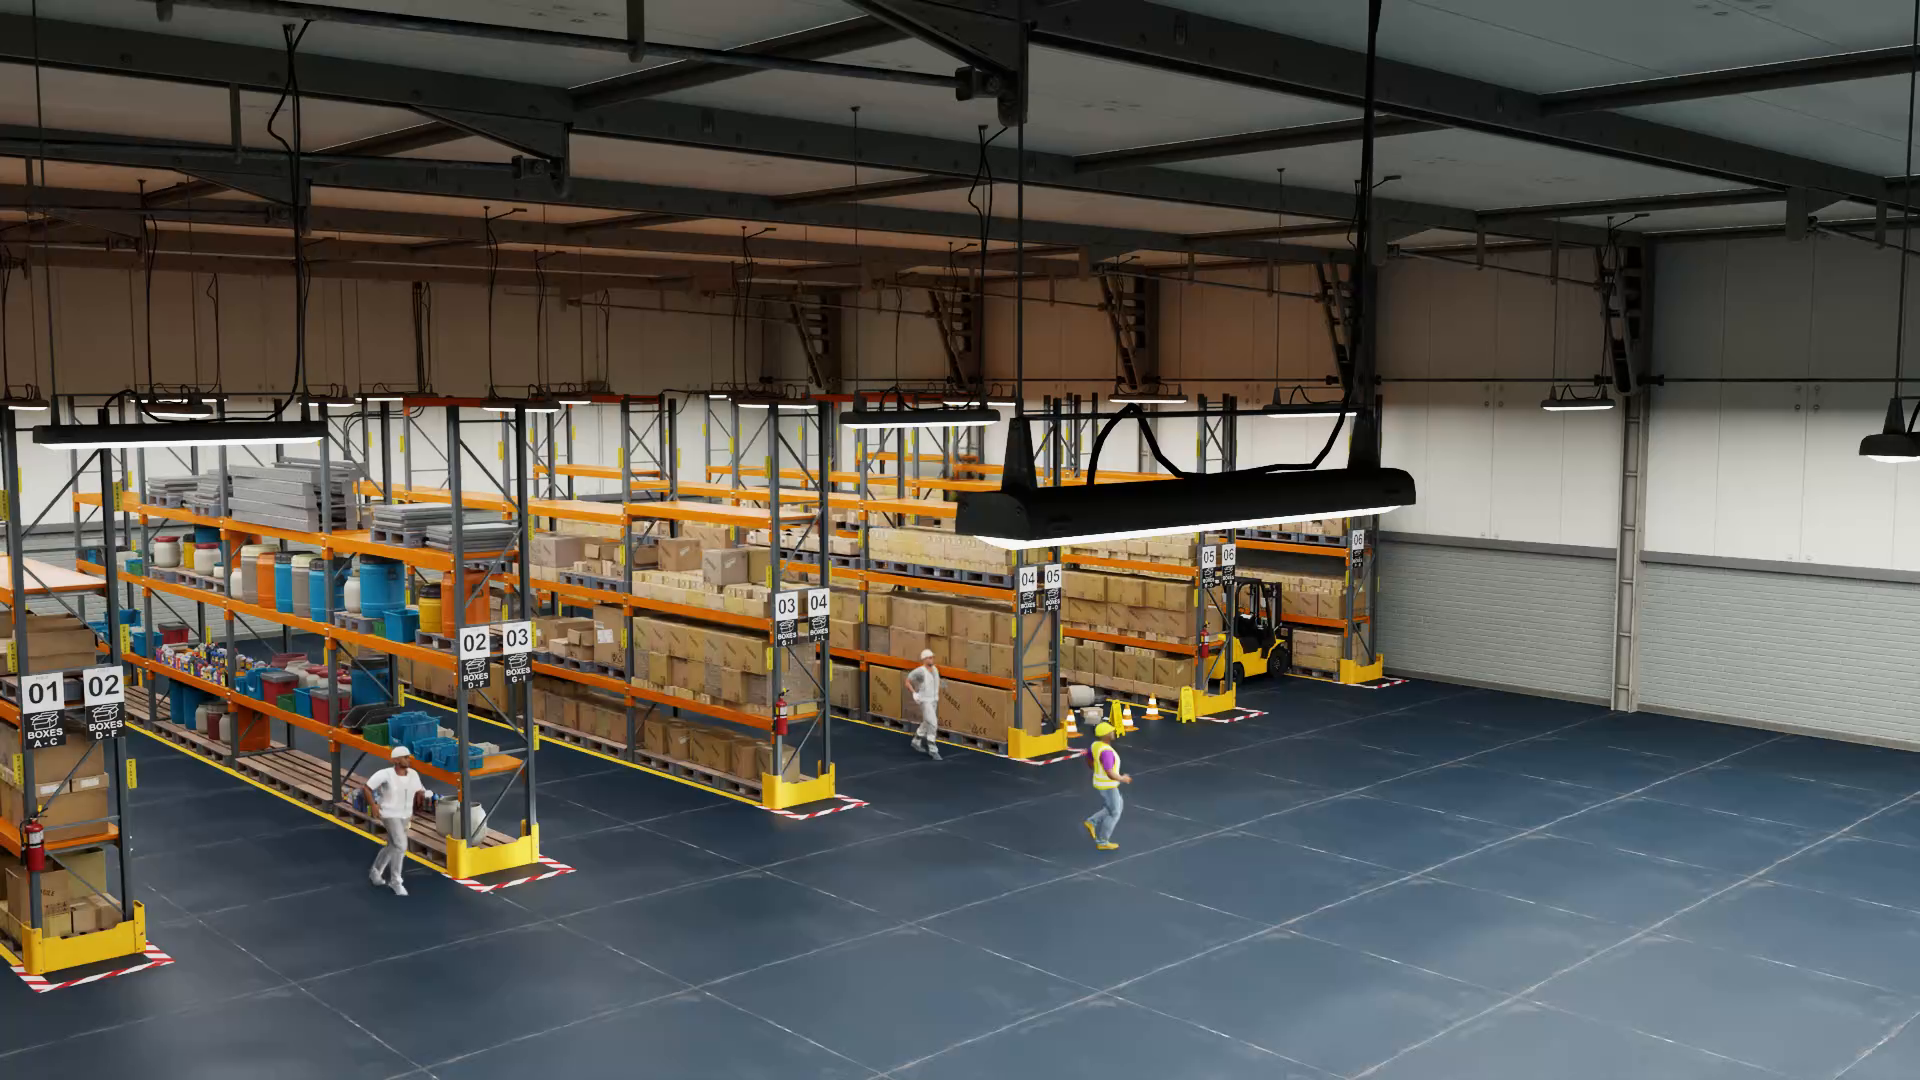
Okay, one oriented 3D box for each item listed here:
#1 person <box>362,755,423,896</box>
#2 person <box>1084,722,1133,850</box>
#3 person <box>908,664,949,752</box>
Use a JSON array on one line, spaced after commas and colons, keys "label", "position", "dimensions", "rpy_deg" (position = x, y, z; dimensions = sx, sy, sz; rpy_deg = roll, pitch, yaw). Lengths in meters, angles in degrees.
[{"label": "person", "position": [-7.017, 3.490, 20.730], "dimensions": [0.727, 1.769, 0.680], "rpy_deg": [3, 6, 25]}, {"label": "person", "position": [2.012, 3.308, 22.435], "dimensions": [0.554, 1.723, 0.747], "rpy_deg": [-1, 6, -11]}, {"label": "person", "position": [-0.542, 2.800, 27.879], "dimensions": [0.740, 1.458, 0.622], "rpy_deg": [4, 7, 36]}]
